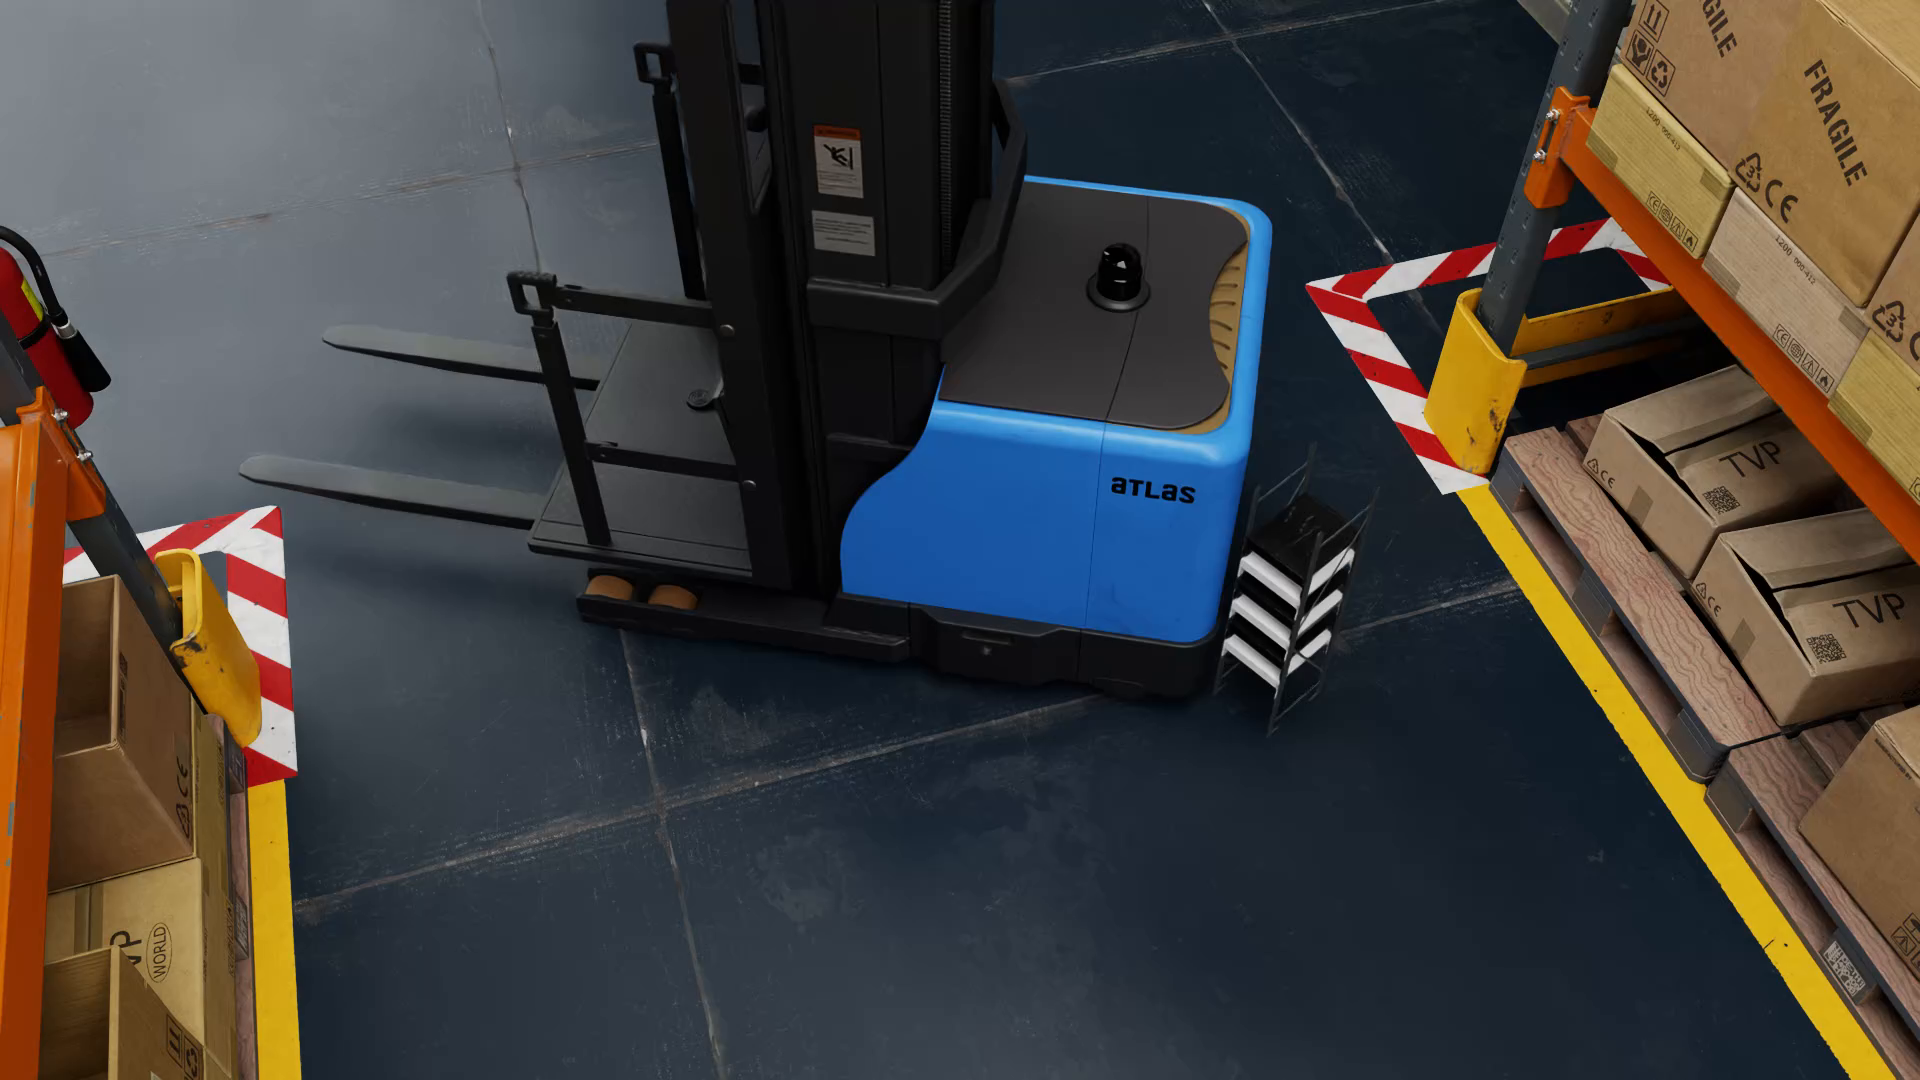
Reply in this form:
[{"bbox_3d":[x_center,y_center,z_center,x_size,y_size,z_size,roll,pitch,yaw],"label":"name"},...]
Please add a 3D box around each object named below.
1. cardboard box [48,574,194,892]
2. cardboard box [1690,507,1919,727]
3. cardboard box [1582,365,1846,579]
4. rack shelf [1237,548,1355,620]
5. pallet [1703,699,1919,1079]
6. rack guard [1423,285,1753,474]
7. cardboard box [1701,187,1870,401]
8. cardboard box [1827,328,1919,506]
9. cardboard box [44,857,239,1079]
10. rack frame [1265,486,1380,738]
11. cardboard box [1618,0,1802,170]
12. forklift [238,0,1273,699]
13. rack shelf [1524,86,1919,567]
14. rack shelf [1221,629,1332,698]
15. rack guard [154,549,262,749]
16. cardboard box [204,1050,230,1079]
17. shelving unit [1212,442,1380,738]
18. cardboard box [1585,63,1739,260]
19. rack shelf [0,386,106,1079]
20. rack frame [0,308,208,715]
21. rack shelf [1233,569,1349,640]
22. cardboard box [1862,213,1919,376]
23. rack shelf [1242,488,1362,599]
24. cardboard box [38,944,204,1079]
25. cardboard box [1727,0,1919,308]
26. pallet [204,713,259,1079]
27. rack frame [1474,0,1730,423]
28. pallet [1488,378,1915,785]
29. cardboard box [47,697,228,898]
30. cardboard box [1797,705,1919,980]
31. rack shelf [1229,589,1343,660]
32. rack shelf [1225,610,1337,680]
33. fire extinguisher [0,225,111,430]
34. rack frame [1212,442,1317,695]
[{"bbox_3d":[-2.155,0.475,3.921,0.500,0.500,0.500,-13,51,-11],"label":"cardboard box"},{"bbox_3d":[2.420,0.185,4.603,0.500,0.311,0.500,-10,51,-8],"label":"cardboard box"},{"bbox_3d":[2.251,-0.231,4.954,0.500,0.311,0.500,-19,52,-15],"label":"cardboard box"},{"bbox_3d":[0.899,0.064,4.415,0.258,0.077,0.200,-35,58,-26],"label":"rack shelf"},{"bbox_3d":[2.719,0.964,4.300,1.003,0.211,1.213,-13,51,-11],"label":"pallet"},{"bbox_3d":[2.155,-0.620,5.446,1.175,0.500,0.348,-13,51,-11],"label":"rack guard"},{"bbox_3d":[2.141,-0.635,3.909,0.500,0.250,0.500,-15,51,-12],"label":"cardboard box"},{"bbox_3d":[2.286,-0.262,3.594,0.500,0.250,0.500,-14,51,-12],"label":"cardboard box"},{"bbox_3d":[-1.998,1.080,3.902,0.500,0.250,0.500,-13,51,-11],"label":"cardboard box"},{"bbox_3d":[0.967,0.216,4.479,0.240,0.900,0.006,-35,58,-26],"label":"rack frame"},{"bbox_3d":[1.987,-1.265,3.949,0.500,0.500,0.500,-13,51,-11],"label":"cardboard box"},{"bbox_3d":[-0.682,-1.044,4.213,3.031,2.935,1.130,8,50,7],"label":"forklift"},{"bbox_3d":[2.724,0.211,3.581,1.077,0.370,4.000,-13,51,-11],"label":"rack shelf"},{"bbox_3d":[0.898,0.296,4.690,0.258,0.077,0.200,-35,58,-26],"label":"rack shelf"},{"bbox_3d":[-2.605,0.429,4.561,1.175,0.500,0.348,-13,51,-11],"label":"rack guard"},{"bbox_3d":[-1.848,1.444,3.594,0.500,0.250,0.500,-13,51,-11],"label":"cardboard box"},{"bbox_3d":[0.898,0.159,4.527,0.258,0.900,0.210,-35,58,-26],"label":"shelving unit"},{"bbox_3d":[1.974,-1.011,4.226,0.500,0.250,0.500,-15,51,-12],"label":"cardboard box"},{"bbox_3d":[-2.007,1.334,2.634,1.077,0.370,4.000,-13,51,-11],"label":"rack shelf"},{"bbox_3d":[-2.598,-0.359,3.590,1.000,3.000,0.127,-13,51,-11],"label":"rack frame"},{"bbox_3d":[0.898,0.122,4.484,0.258,0.077,0.200,-35,58,-26],"label":"rack shelf"},{"bbox_3d":[2.270,-0.523,3.323,0.500,0.500,0.500,-15,51,-12],"label":"cardboard box"},{"bbox_3d":[0.899,0.006,4.346,0.258,0.077,0.200,-35,58,-26],"label":"rack shelf"},{"bbox_3d":[-1.846,1.202,3.308,0.500,0.500,0.500,-13,51,-11],"label":"cardboard box"},{"bbox_3d":[2.124,-0.901,3.643,0.500,0.500,0.500,-13,51,-11],"label":"cardboard box"},{"bbox_3d":[-2.332,1.089,4.194,1.003,0.211,1.213,-13,51,-11],"label":"pallet"},{"bbox_3d":[2.133,-1.481,4.537,1.000,3.000,0.127,-13,51,-11],"label":"rack frame"},{"bbox_3d":[2.362,0.074,5.049,1.003,0.211,1.213,-13,51,-11],"label":"pallet"},{"bbox_3d":[-2.157,0.717,4.207,0.500,0.250,0.500,-13,51,-11],"label":"cardboard box"},{"bbox_3d":[2.589,0.672,4.069,0.700,0.500,0.500,-16,52,-13],"label":"cardboard box"},{"bbox_3d":[0.898,0.180,4.553,0.258,0.077,0.200,-35,58,-26],"label":"rack shelf"},{"bbox_3d":[0.898,0.238,4.621,0.258,0.077,0.200,-35,58,-26],"label":"rack shelf"},{"bbox_3d":[-2.189,-0.525,3.781,0.296,0.674,0.183,-13,51,-11],"label":"fire extinguisher"},{"bbox_3d":[0.830,0.101,4.575,0.240,0.900,0.006,-35,58,-26],"label":"rack frame"}]
